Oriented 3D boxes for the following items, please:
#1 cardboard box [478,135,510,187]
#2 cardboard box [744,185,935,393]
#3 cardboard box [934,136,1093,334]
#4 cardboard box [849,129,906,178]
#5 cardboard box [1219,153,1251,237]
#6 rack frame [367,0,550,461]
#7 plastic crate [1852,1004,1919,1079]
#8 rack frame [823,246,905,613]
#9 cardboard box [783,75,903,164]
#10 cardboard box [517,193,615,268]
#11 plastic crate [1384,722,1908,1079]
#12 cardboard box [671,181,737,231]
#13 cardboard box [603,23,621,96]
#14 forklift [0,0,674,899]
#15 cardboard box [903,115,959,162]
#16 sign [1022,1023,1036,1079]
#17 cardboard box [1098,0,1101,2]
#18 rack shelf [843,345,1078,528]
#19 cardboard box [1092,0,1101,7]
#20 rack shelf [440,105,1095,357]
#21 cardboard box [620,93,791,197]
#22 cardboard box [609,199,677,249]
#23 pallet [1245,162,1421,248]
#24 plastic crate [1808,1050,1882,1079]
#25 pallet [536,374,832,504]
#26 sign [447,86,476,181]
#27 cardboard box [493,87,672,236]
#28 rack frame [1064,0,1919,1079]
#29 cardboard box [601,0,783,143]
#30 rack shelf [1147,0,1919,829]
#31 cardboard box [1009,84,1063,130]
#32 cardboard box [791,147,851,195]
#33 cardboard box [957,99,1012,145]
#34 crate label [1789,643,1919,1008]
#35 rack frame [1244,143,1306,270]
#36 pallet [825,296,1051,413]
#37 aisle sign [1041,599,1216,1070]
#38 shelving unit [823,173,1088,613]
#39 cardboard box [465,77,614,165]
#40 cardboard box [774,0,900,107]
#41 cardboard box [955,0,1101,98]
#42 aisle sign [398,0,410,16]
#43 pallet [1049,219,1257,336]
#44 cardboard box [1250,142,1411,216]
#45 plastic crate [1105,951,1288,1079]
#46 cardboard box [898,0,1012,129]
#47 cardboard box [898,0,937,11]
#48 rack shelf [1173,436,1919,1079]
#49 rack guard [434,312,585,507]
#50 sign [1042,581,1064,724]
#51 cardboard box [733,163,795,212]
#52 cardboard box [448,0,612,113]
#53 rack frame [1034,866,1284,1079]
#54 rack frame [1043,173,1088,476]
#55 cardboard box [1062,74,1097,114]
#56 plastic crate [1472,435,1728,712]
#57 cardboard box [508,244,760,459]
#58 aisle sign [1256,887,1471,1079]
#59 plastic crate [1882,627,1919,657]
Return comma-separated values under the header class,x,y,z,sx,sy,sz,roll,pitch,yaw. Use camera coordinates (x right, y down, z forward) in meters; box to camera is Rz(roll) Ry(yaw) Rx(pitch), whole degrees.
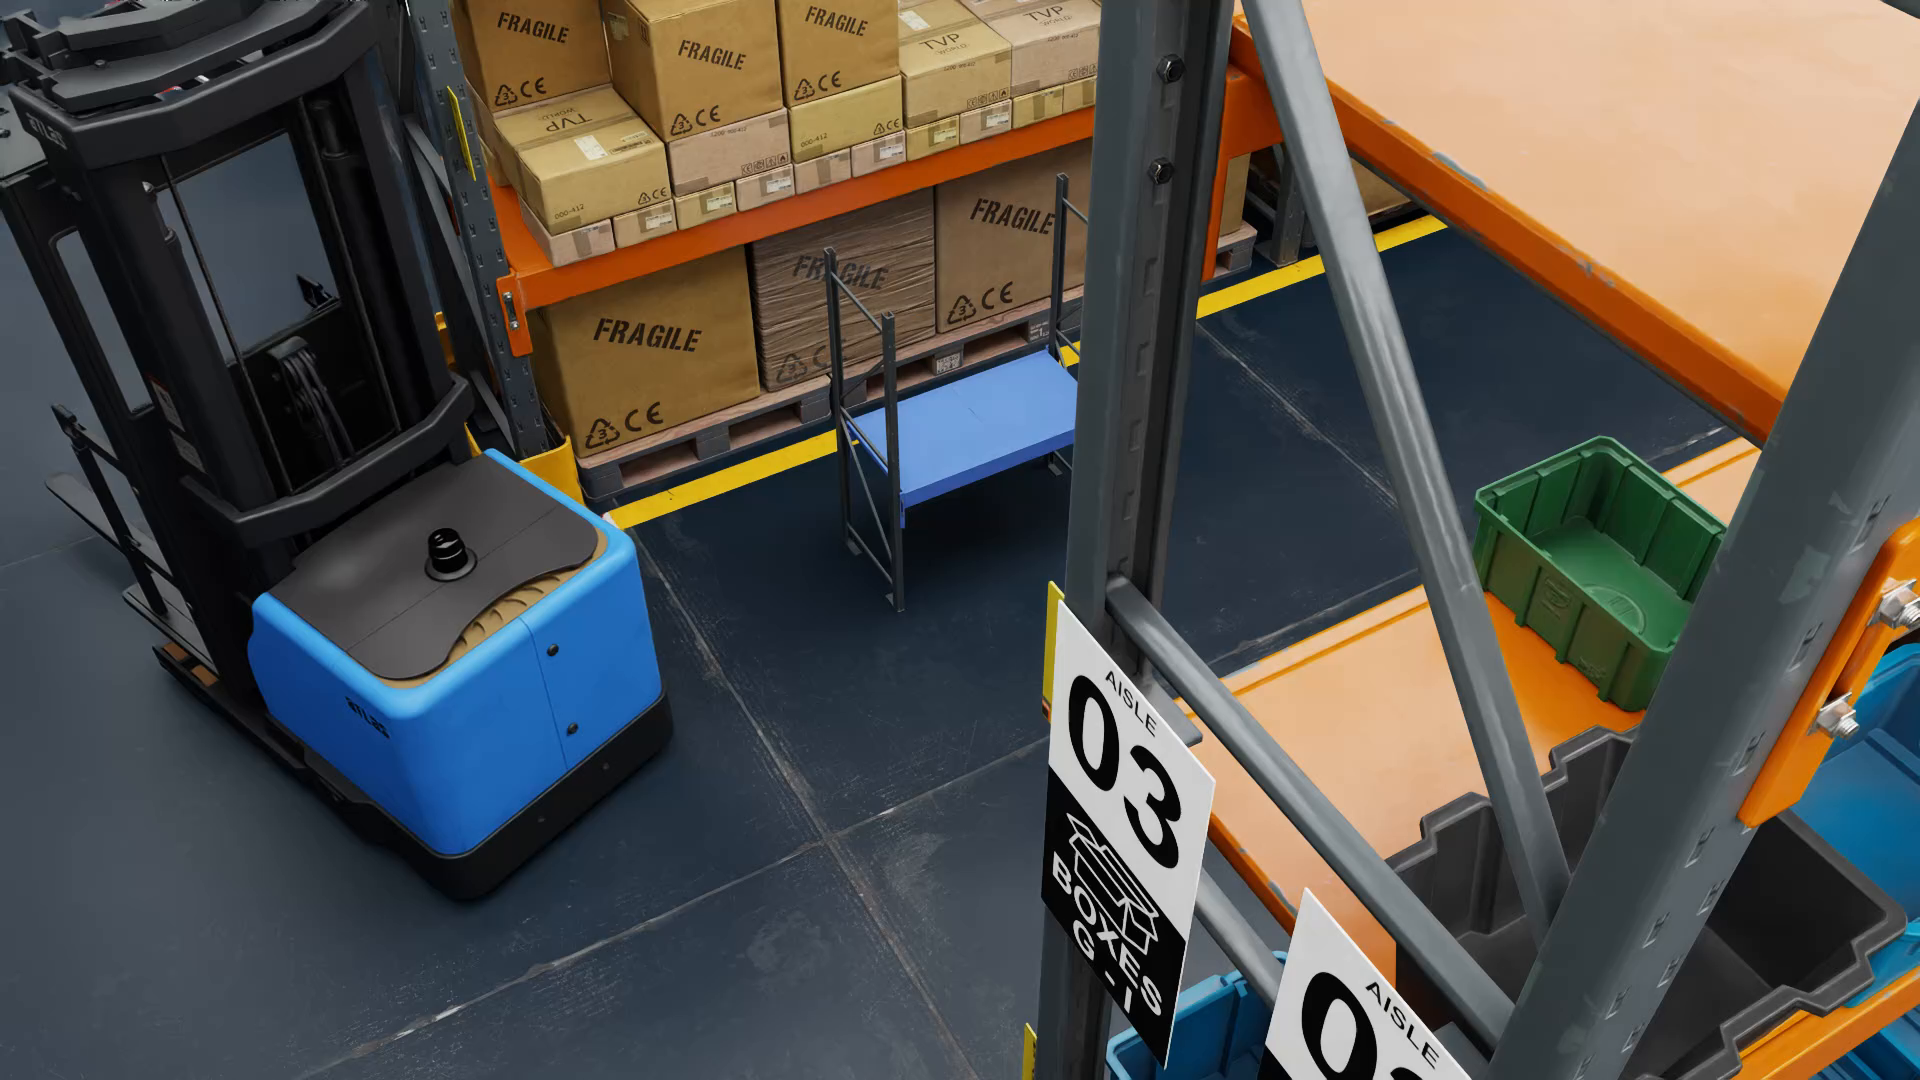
class,x,y,z,sx,sy,sz,roll,pitch,yaw
cardboard box,-1.867,-1.647,6.903,0.250,0.149,0.380,-21,48,-20
cardboard box,-0.707,-1.389,7.681,0.875,0.875,0.875,-22,48,-21
cardboard box,0.064,-1.698,7.999,0.875,0.875,0.875,-22,48,-21
cardboard box,-0.426,-1.696,6.954,0.250,0.149,0.380,-22,48,-21
cardboard box,0.845,-2.010,8.321,0.875,0.875,0.875,-22,48,-21
rack frame,-2.011,-1.415,6.483,0.127,3.000,1.000,-22,48,-21
plastic crate,2.236,1.167,3.900,0.300,0.233,0.416,-22,48,-21
rack frame,-0.367,-0.391,6.506,0.032,1.500,0.500,-22,48,-21
cardboard box,-0.576,-1.828,6.803,0.500,0.250,0.500,-23,49,-22
cardboard box,-1.539,-1.248,6.492,0.250,0.149,0.380,-21,48,-21
plastic crate,0.929,0.581,2.366,0.590,0.269,0.497,-22,48,-21
cardboard box,-1.096,-1.427,6.677,0.250,0.149,0.380,-23,49,-22
cardboard box,-1.283,-1.972,6.951,0.500,0.250,0.500,-23,49,-22
forklift,-2.550,-0.671,5.766,3.031,2.935,1.130,30,51,27
cardboard box,-0.206,-1.783,7.043,0.250,0.149,0.380,-23,49,-22
sign,0.168,1.191,3.681,0.005,0.325,0.100,-22,48,-21
cardboard box,0.755,-2.632,7.093,0.500,0.500,0.500,-21,48,-21
rack shelf,0.074,-0.439,6.813,1.000,0.185,0.538,-22,48,-21
cardboard box,0.757,-2.363,7.354,0.500,0.250,0.500,-20,48,-20
rack shelf,-0.277,-1.850,7.449,4.000,0.370,1.077,-22,48,-21
cardboard box,-1.013,-1.655,6.625,0.500,0.250,0.500,-22,48,-21
cardboard box,-1.318,-1.338,6.585,0.250,0.149,0.380,-22,48,-22
pallet,2.088,-2.115,9.207,1.213,0.211,1.003,-22,48,-21
plastic crate,1.976,1.271,3.793,0.300,0.233,0.416,-22,48,-21
pallet,-1.357,-0.739,7.789,1.213,0.211,1.003,-22,48,-21
sign,-1.740,-1.417,5.807,0.005,0.325,0.100,-22,48,-21
cardboard box,-1.461,-1.471,6.436,0.500,0.250,0.500,-23,49,-22
rack frame,0.456,-0.577,1.312,0.127,3.000,1.000,-22,48,-21
cardboard box,-1.027,-1.914,6.353,0.500,0.500,0.500,-23,49,-22
rack shelf,2.190,-0.869,2.417,4.000,0.370,1.077,-22,48,-21
cardboard box,0.242,-1.963,7.228,0.250,0.149,0.380,-23,48,-22
cardboard box,-0.649,-1.606,6.861,0.250,0.149,0.380,-23,49,-22
cardboard box,0.020,-1.875,7.138,0.250,0.149,0.380,-21,48,-20
crate label,1.417,0.428,2.537,0.502,0.251,0.408,-22,48,-21
rack frame,1.457,-2.802,7.913,0.127,3.000,1.000,-22,48,-21
pallet,-0.301,-1.159,8.222,1.213,0.211,1.003,-22,48,-21
aisle sign,0.248,0.491,2.653,0.004,0.787,0.394,-22,48,-21
shelving unit,0.074,-0.568,6.688,1.048,1.500,0.538,-22,48,-21
cardboard box,-1.723,-1.796,6.770,0.500,0.250,0.500,-23,48,-22
cardboard box,-0.581,-2.097,6.542,0.500,0.500,0.500,-23,49,-22
cardboard box,0.315,-2.185,7.172,0.500,0.250,0.500,-21,48,-20
aisle sign,-1.924,-2.141,5.365,0.004,0.787,0.394,-22,48,-21
pallet,0.759,-1.585,8.661,1.213,0.211,1.003,-22,48,-21
cardboard box,2.002,-2.425,8.748,0.875,0.875,1.225,-22,48,-21
plastic crate,0.653,1.313,3.604,0.499,0.435,0.616,-22,48,-21
cardboard box,-0.126,-2.012,6.993,0.500,0.250,0.500,-23,49,-22
cardboard box,-0.393,-2.332,7.322,0.500,0.250,0.500,-22,48,-21
rack shelf,2.190,0.064,3.322,4.000,0.370,1.077,-22,48,-21
rack guard,-2.032,-0.509,7.345,0.348,0.500,1.175,-22,48,-21
sign,0.168,0.211,2.730,0.005,0.325,0.100,-22,48,-21
cardboard box,-0.870,-1.519,6.771,0.250,0.149,0.380,-23,48,-22
cardboard box,-1.720,-2.064,6.508,0.500,0.500,0.500,-21,48,-20
rack frame,0.456,1.576,3.401,0.127,3.000,1.000,-22,48,-21
rack frame,0.515,-0.744,6.869,0.032,1.500,0.500,-22,48,-21
cardboard box,0.464,-2.051,7.320,0.250,0.149,0.380,-21,48,-20
plastic crate,1.169,0.061,2.961,0.336,0.188,0.450,-22,48,-21
cardboard box,-1.496,-1.073,7.356,0.875,0.875,0.875,-22,48,-21
aisle sign,0.542,0.848,2.285,0.004,0.787,0.394,-22,48,-21
plastic crate,1.918,0.158,2.754,0.767,0.338,0.504,-22,48,-21
